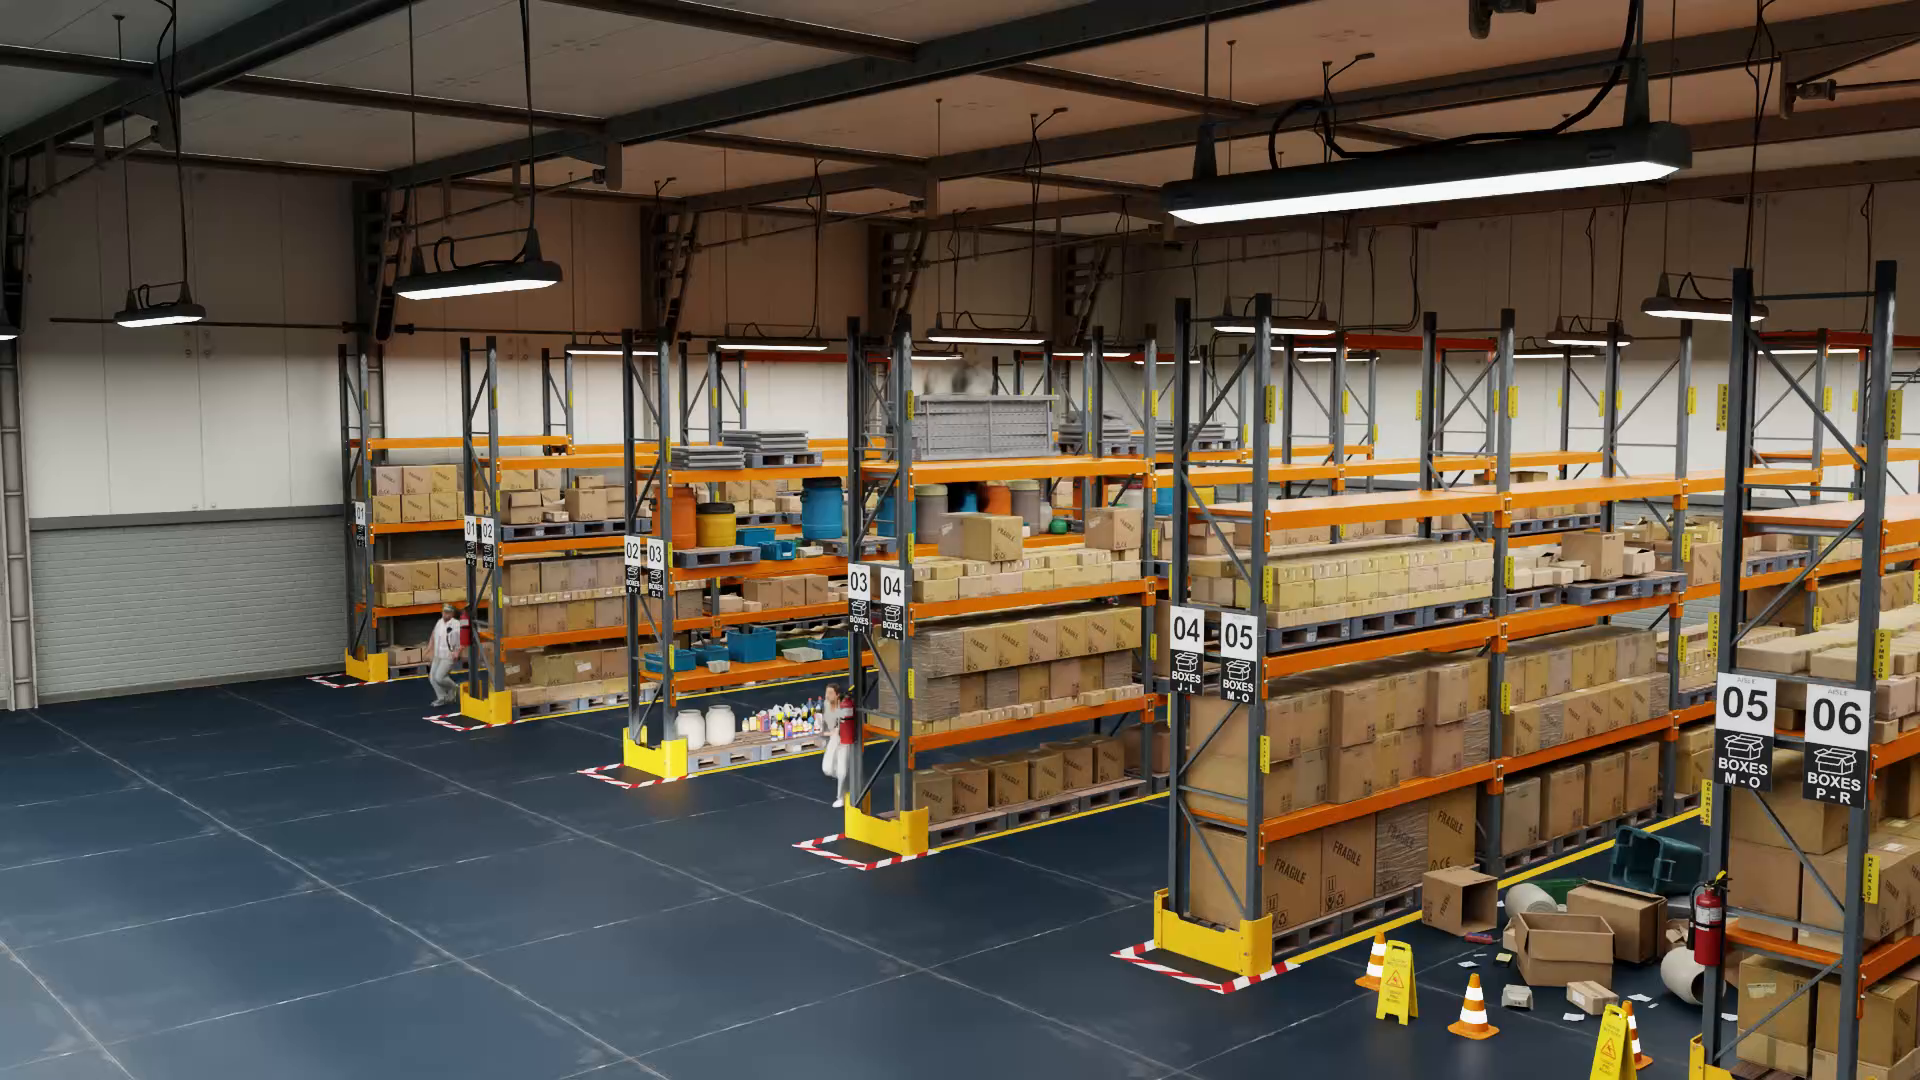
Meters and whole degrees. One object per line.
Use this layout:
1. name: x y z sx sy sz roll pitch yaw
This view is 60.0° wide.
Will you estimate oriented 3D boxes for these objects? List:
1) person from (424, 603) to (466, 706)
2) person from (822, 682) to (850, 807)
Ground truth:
1. person: -8.418 1.881 27.217 0.715 1.722 0.536 3 6 29
2. person: -1.503 2.536 20.646 0.553 1.597 0.685 3 6 29
